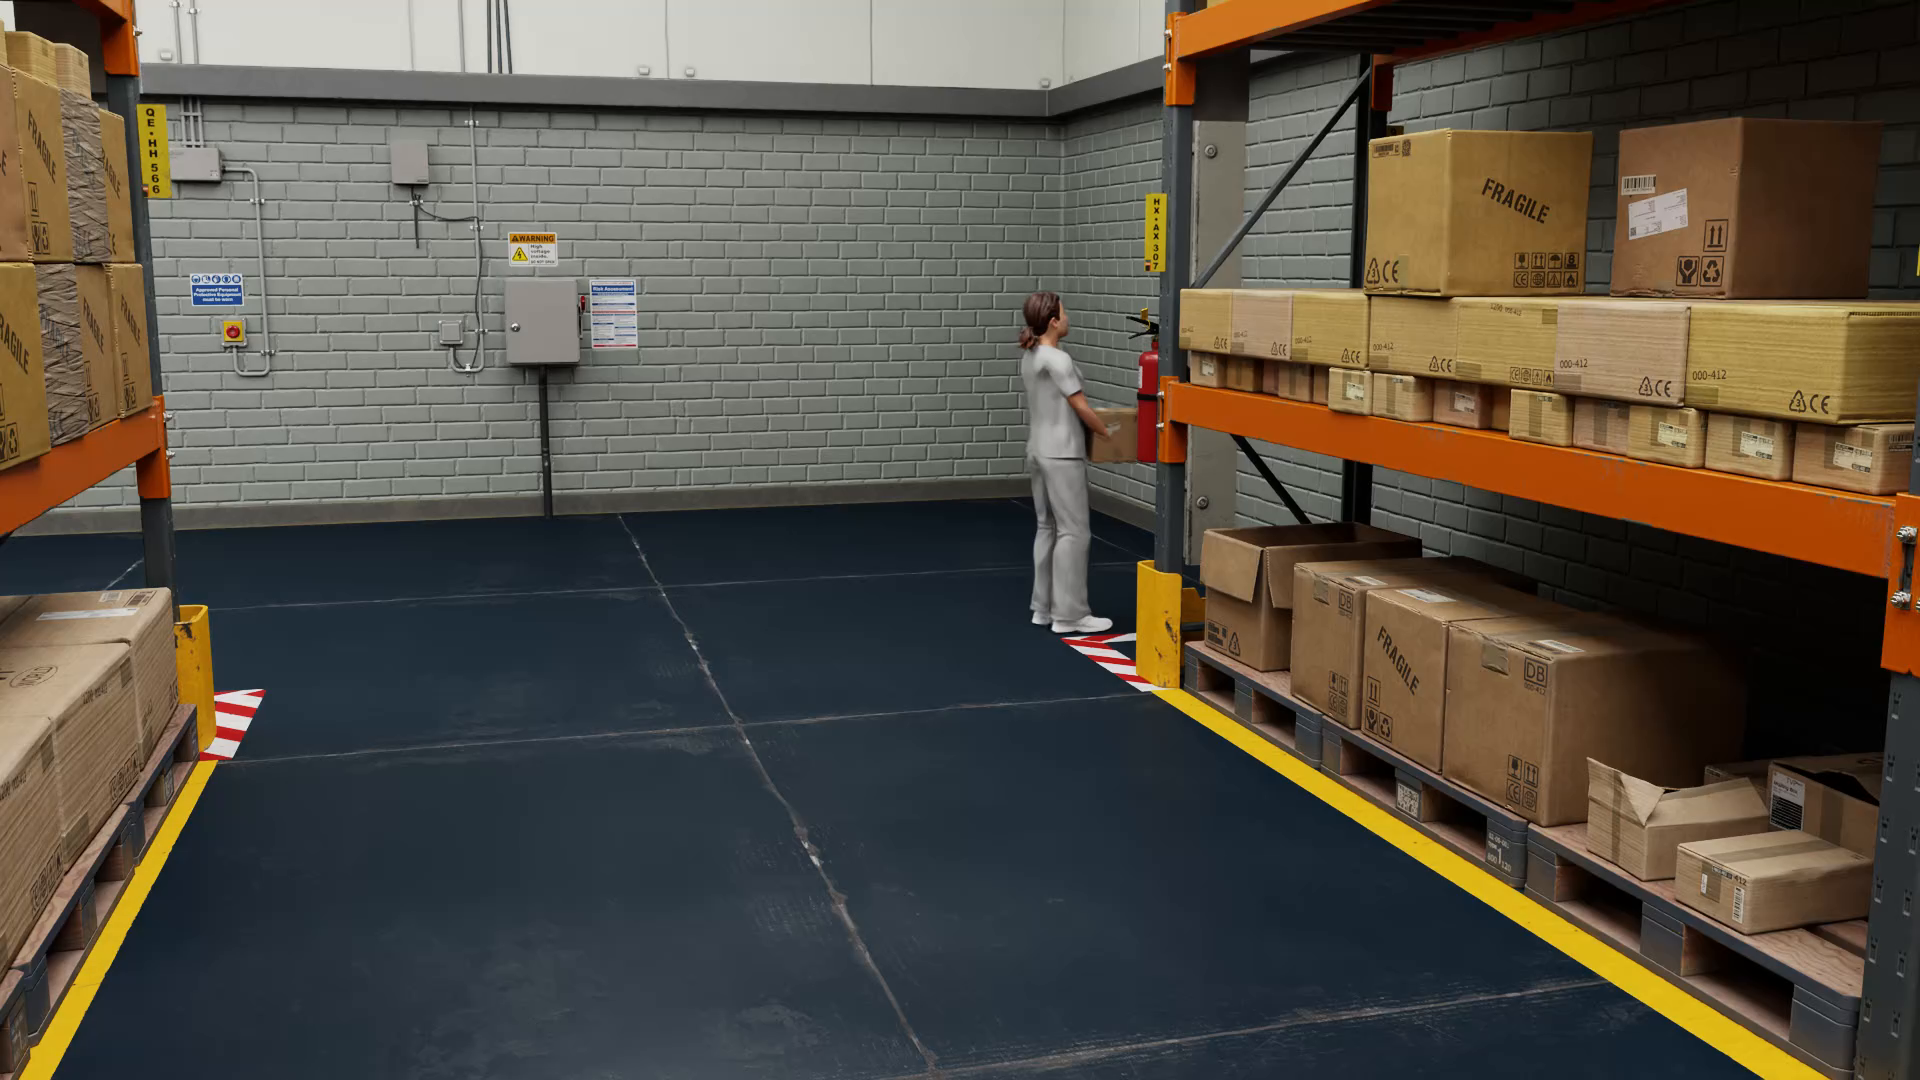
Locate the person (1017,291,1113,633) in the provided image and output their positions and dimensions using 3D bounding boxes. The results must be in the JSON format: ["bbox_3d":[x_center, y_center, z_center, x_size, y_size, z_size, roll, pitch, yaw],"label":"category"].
[{"bbox_3d":[0.533,-0.392,8.272,0.540,1.673,0.458,-4,10,-21],"label":"person"}]
